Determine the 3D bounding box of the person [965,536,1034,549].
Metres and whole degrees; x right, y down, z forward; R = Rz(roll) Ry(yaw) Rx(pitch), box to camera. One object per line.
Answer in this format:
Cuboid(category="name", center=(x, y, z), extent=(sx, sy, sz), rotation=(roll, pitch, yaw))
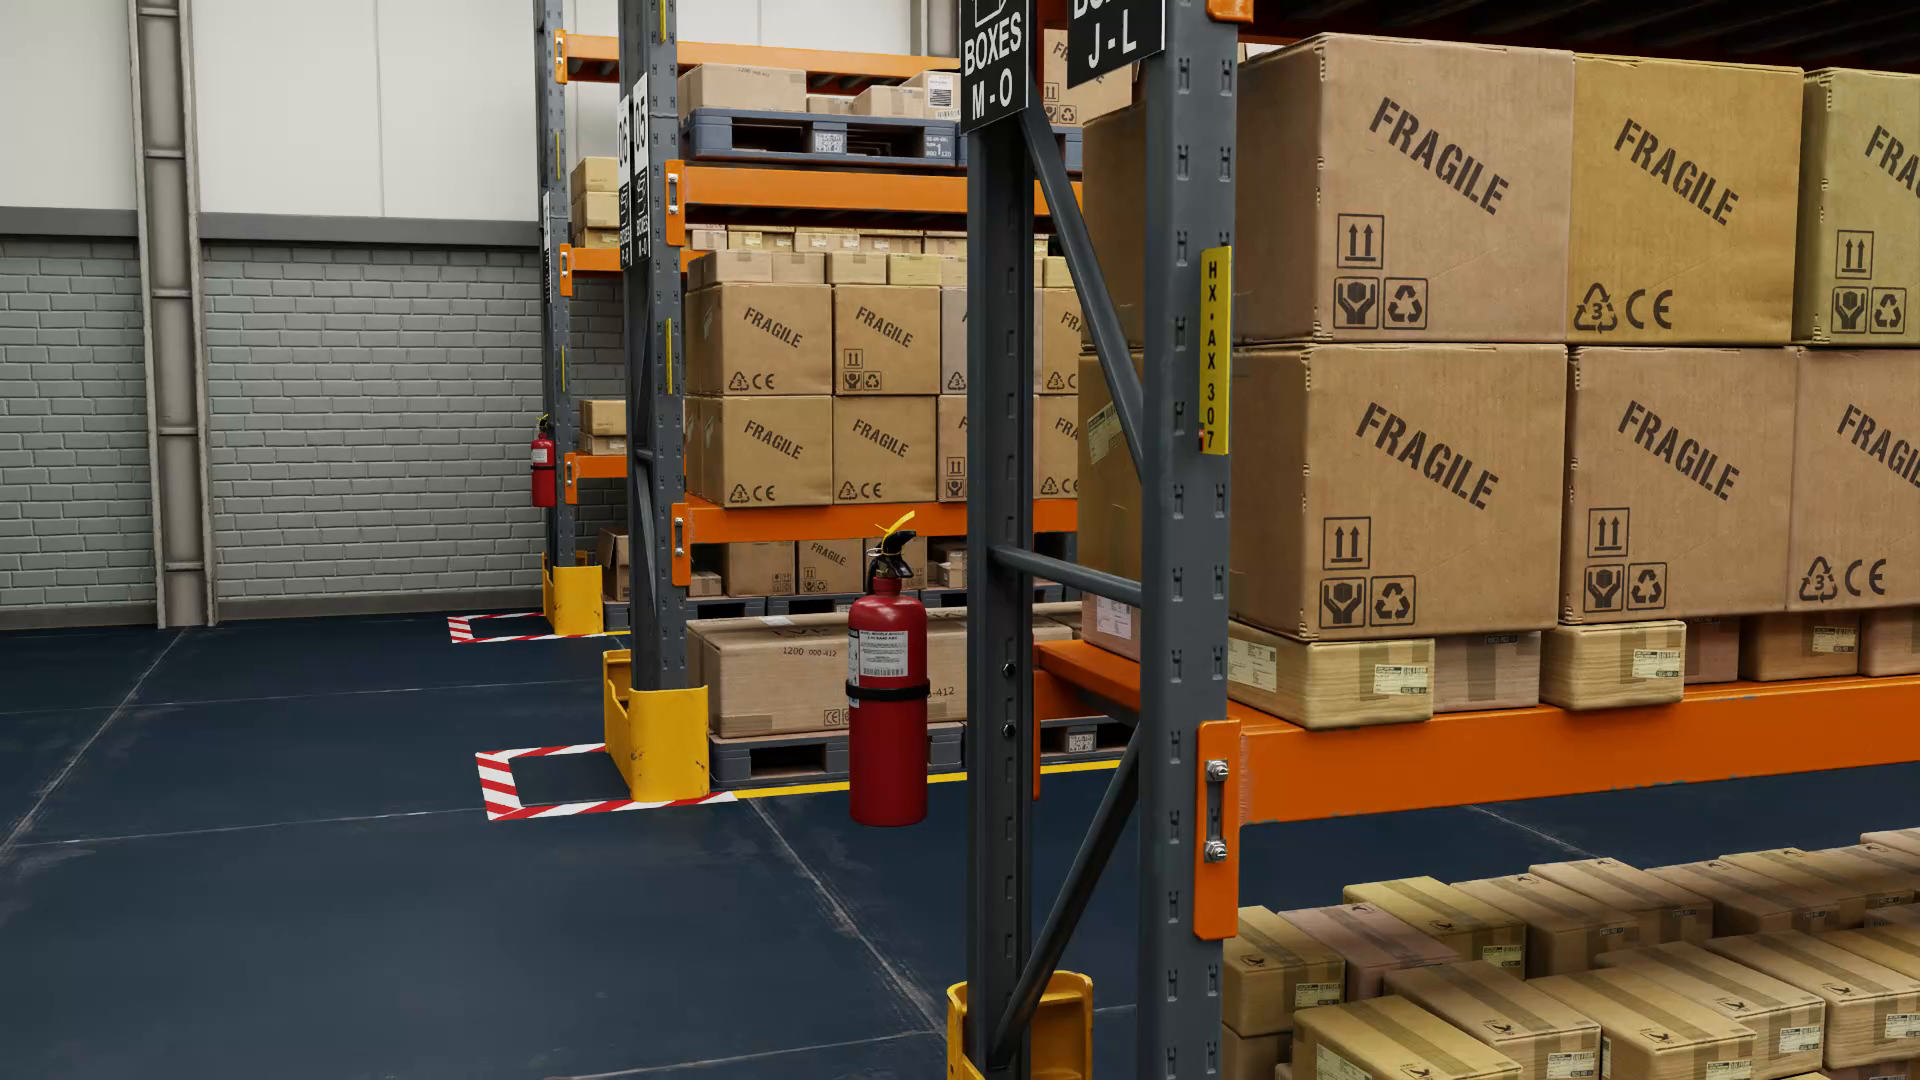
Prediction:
Cuboid(category="person", center=(0.216, -0.384, 10.905), extent=(0.569, 1.042, 0.316), rotation=(4, 7, 32))
